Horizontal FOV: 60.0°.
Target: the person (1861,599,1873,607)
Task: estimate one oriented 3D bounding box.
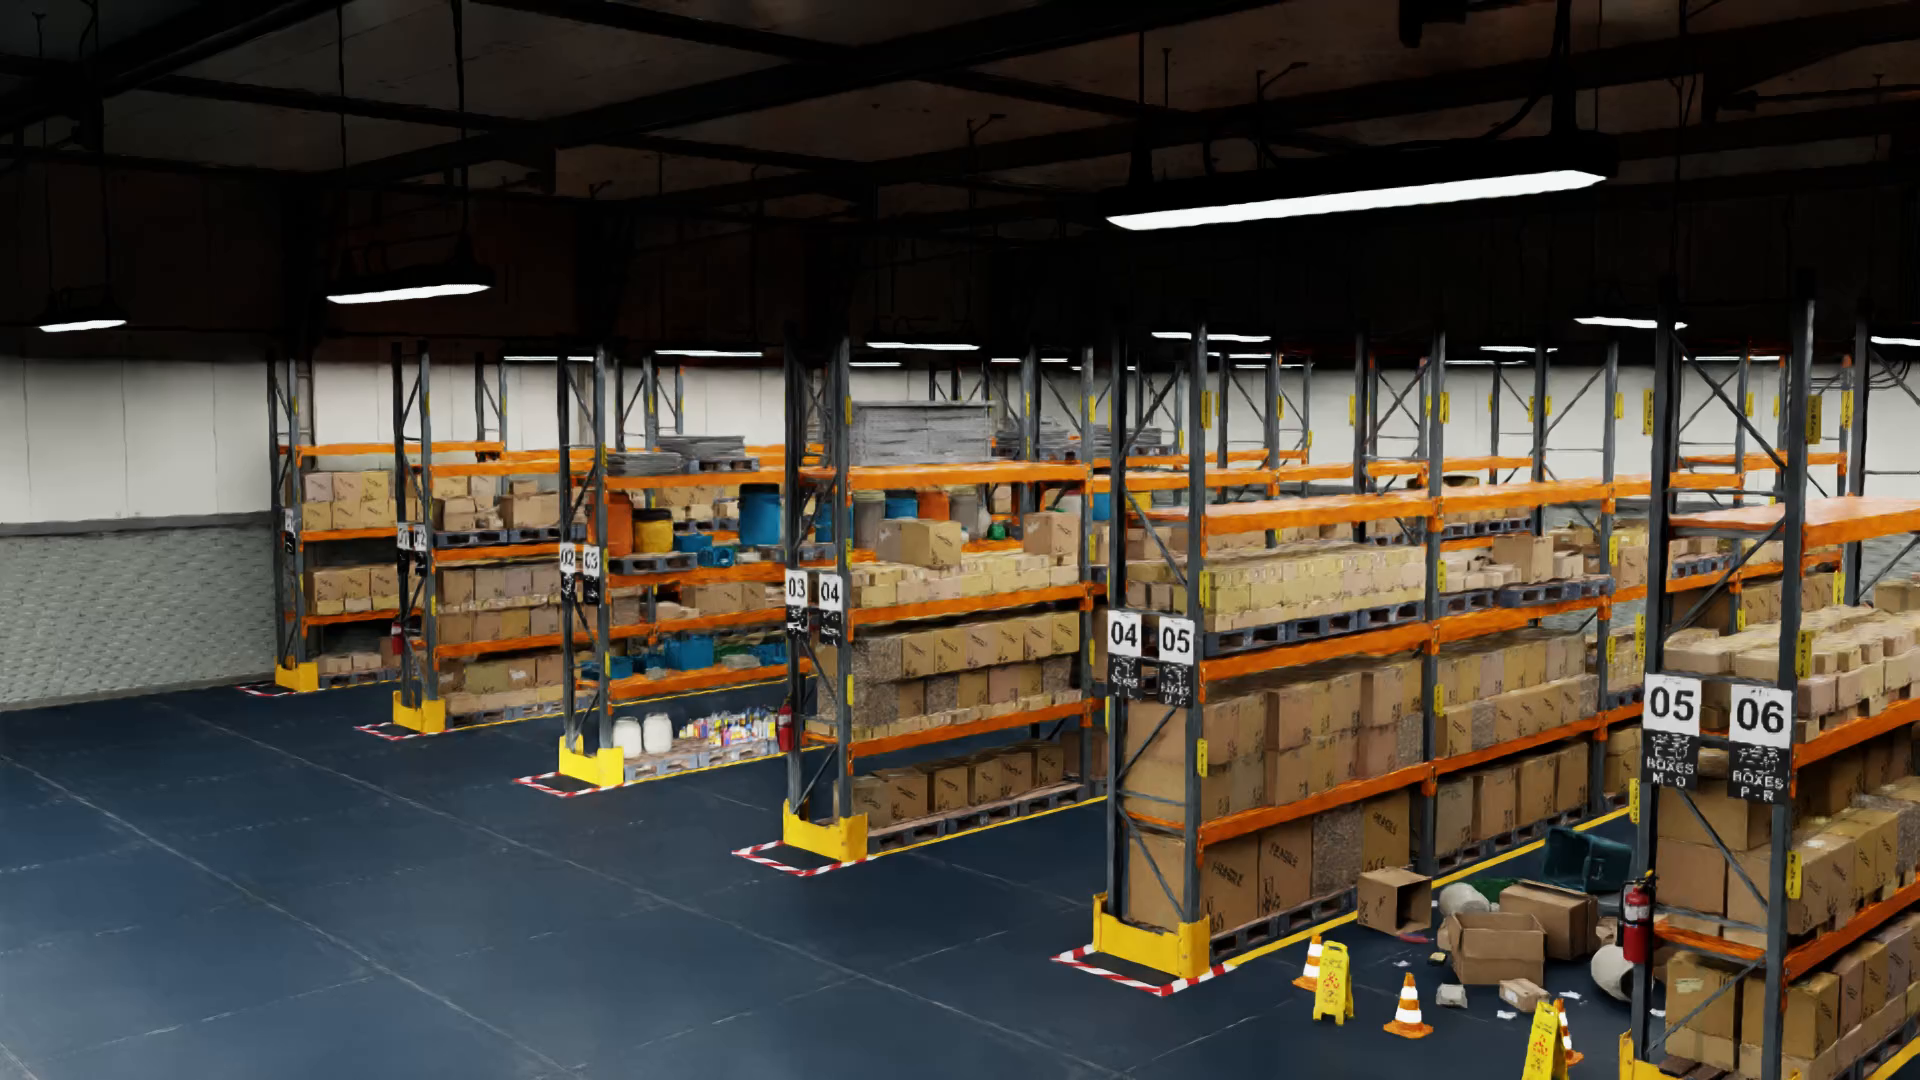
[{"bbox_3d":[16.027,1.805,29.325,0.823,1.537,0.476,-3,6,-34],"label":"person"}]
